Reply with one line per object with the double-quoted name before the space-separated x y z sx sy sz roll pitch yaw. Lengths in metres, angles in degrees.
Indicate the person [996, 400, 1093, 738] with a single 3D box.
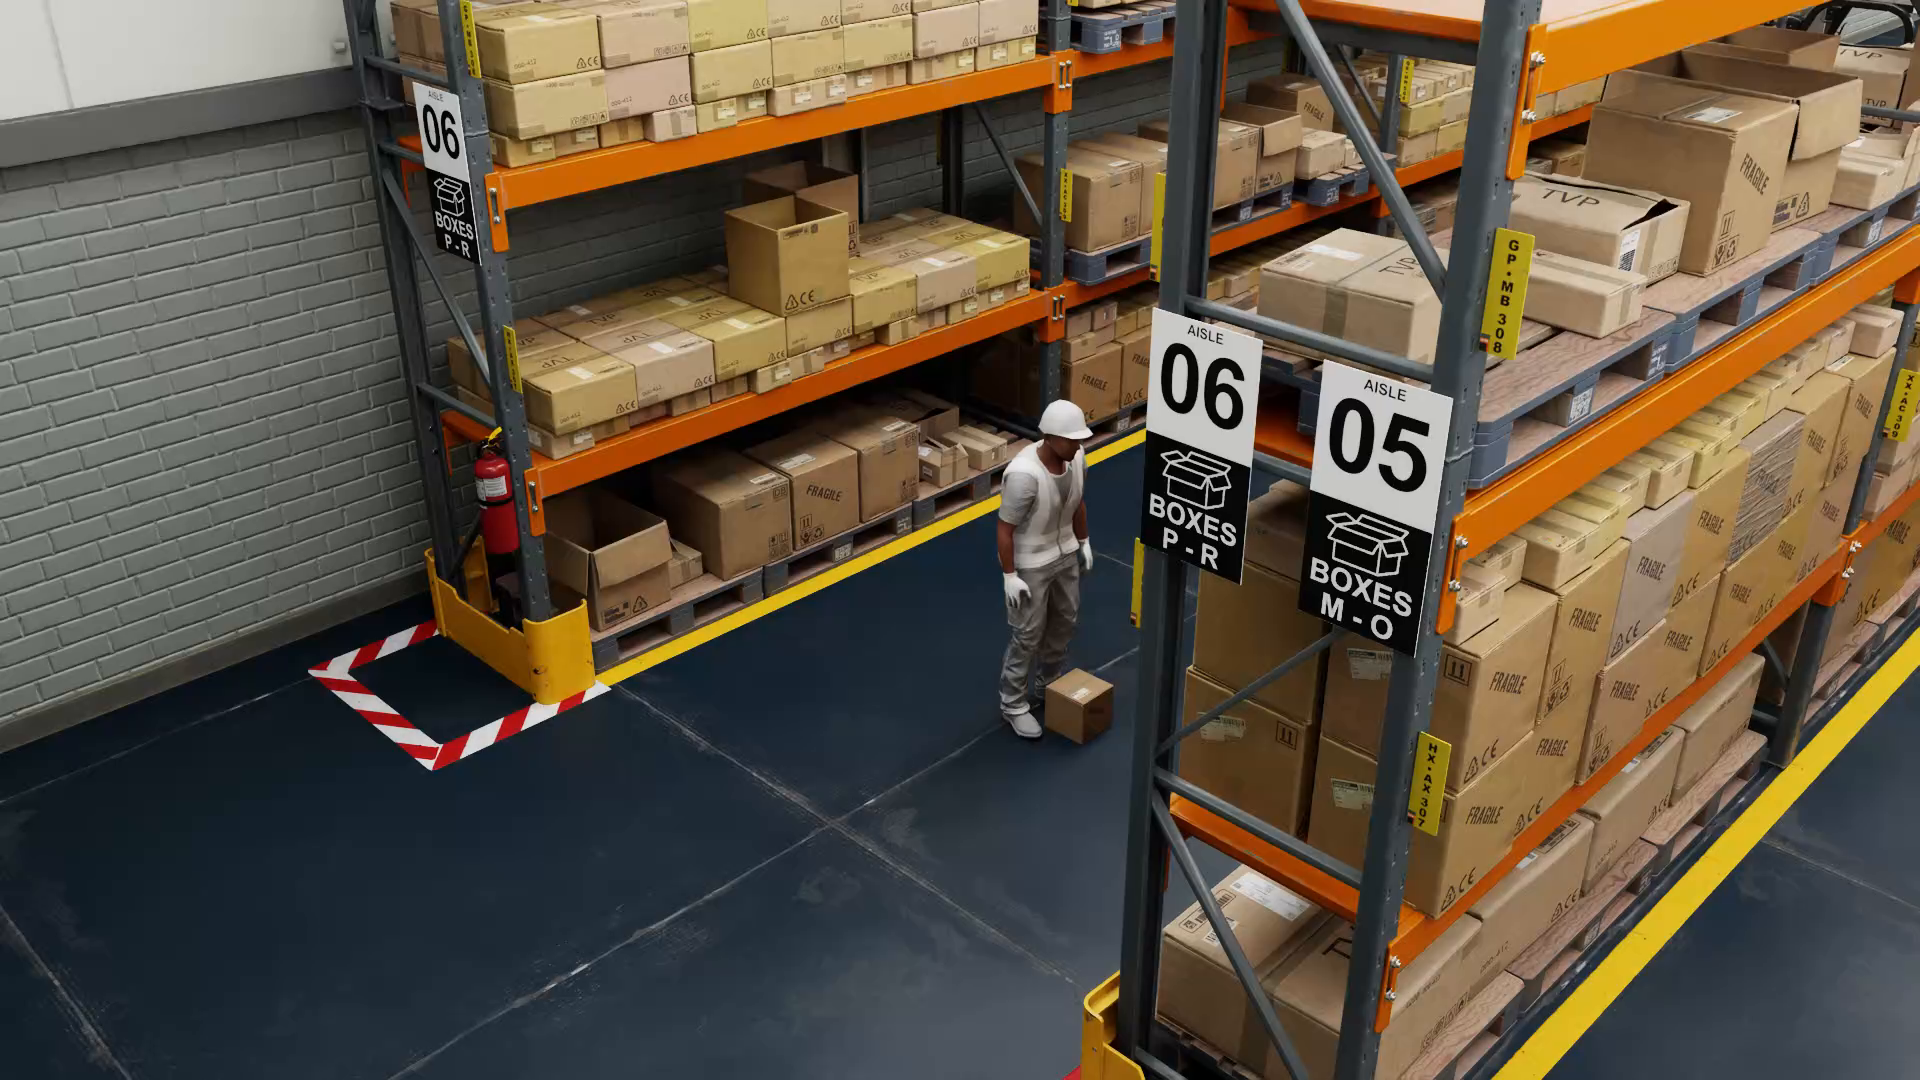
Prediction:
"person" 0.434 0.115 8.386 0.447 1.774 0.618 25 36 39
